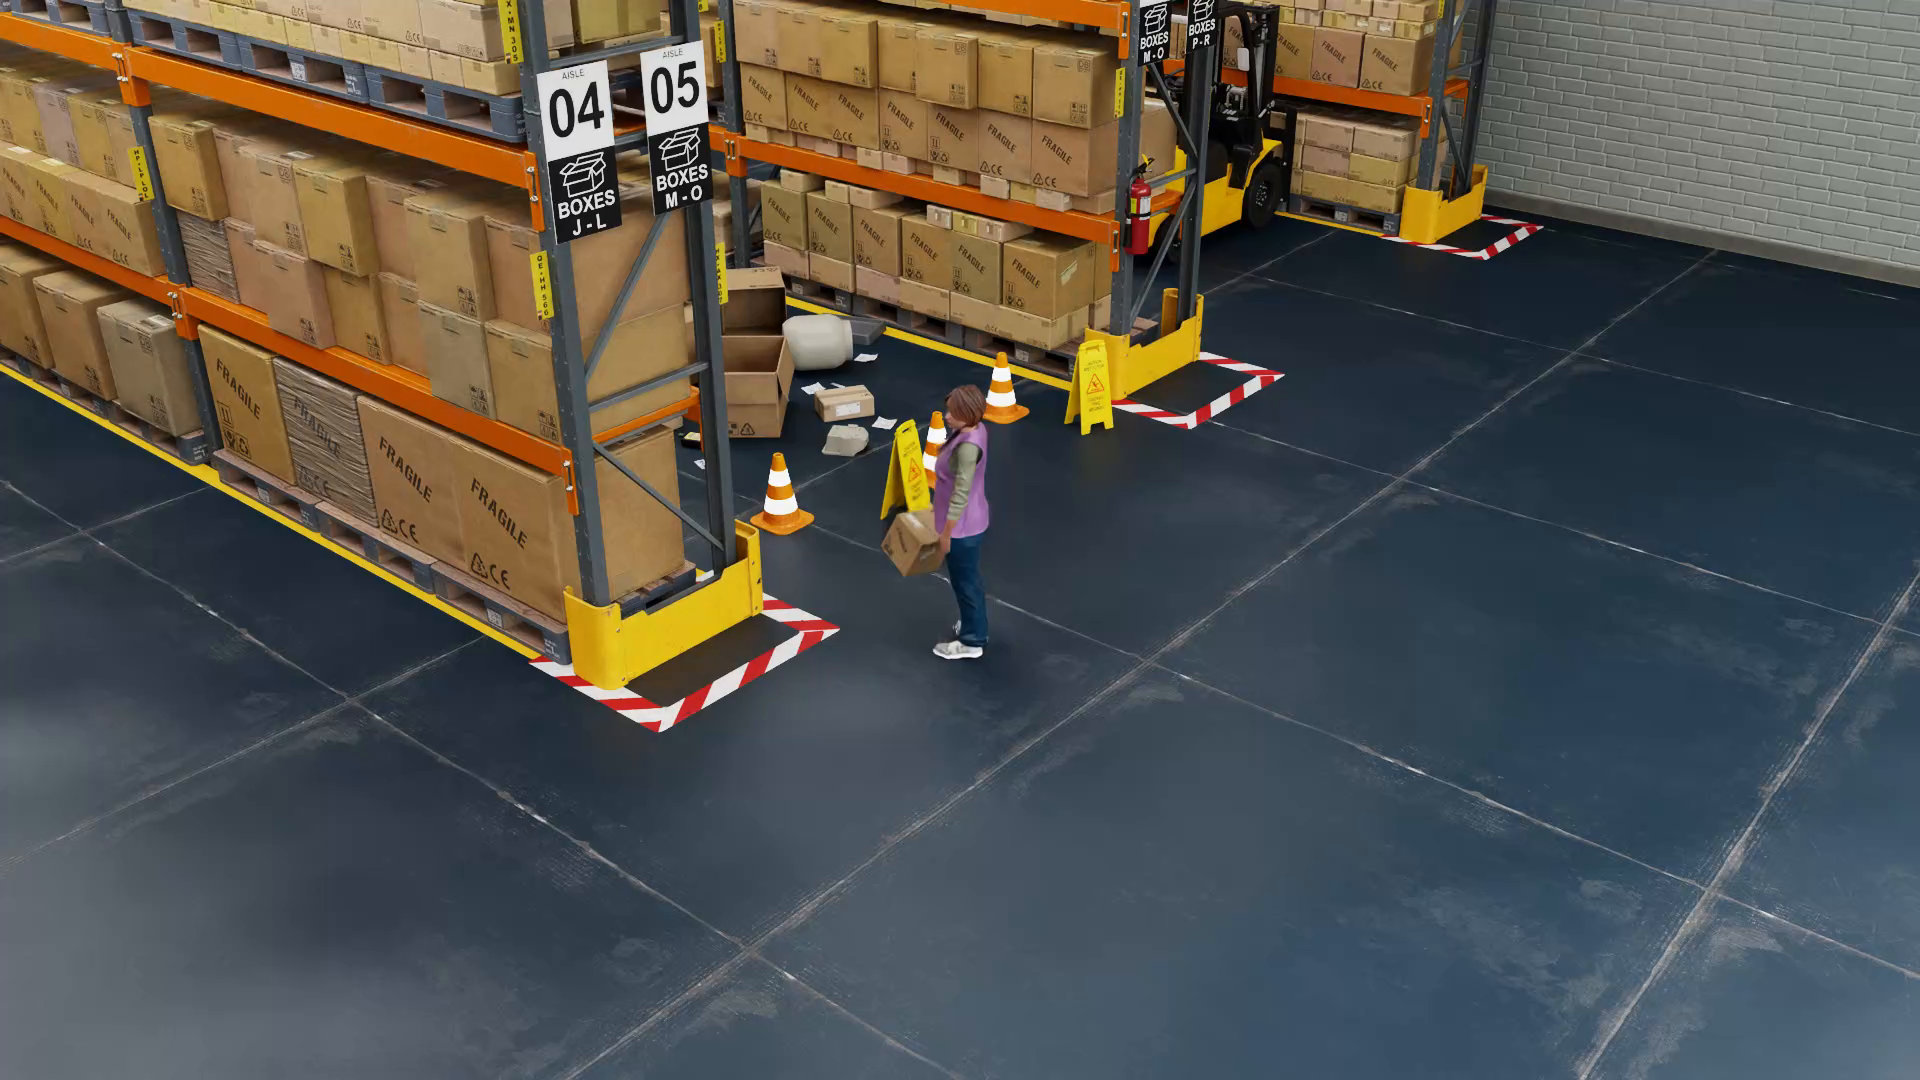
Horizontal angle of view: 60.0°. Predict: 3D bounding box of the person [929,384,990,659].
[{"bbox_3d":[-0.010,-0.098,8.788,0.343,1.605,0.517,3,28,6],"label":"person"}]
